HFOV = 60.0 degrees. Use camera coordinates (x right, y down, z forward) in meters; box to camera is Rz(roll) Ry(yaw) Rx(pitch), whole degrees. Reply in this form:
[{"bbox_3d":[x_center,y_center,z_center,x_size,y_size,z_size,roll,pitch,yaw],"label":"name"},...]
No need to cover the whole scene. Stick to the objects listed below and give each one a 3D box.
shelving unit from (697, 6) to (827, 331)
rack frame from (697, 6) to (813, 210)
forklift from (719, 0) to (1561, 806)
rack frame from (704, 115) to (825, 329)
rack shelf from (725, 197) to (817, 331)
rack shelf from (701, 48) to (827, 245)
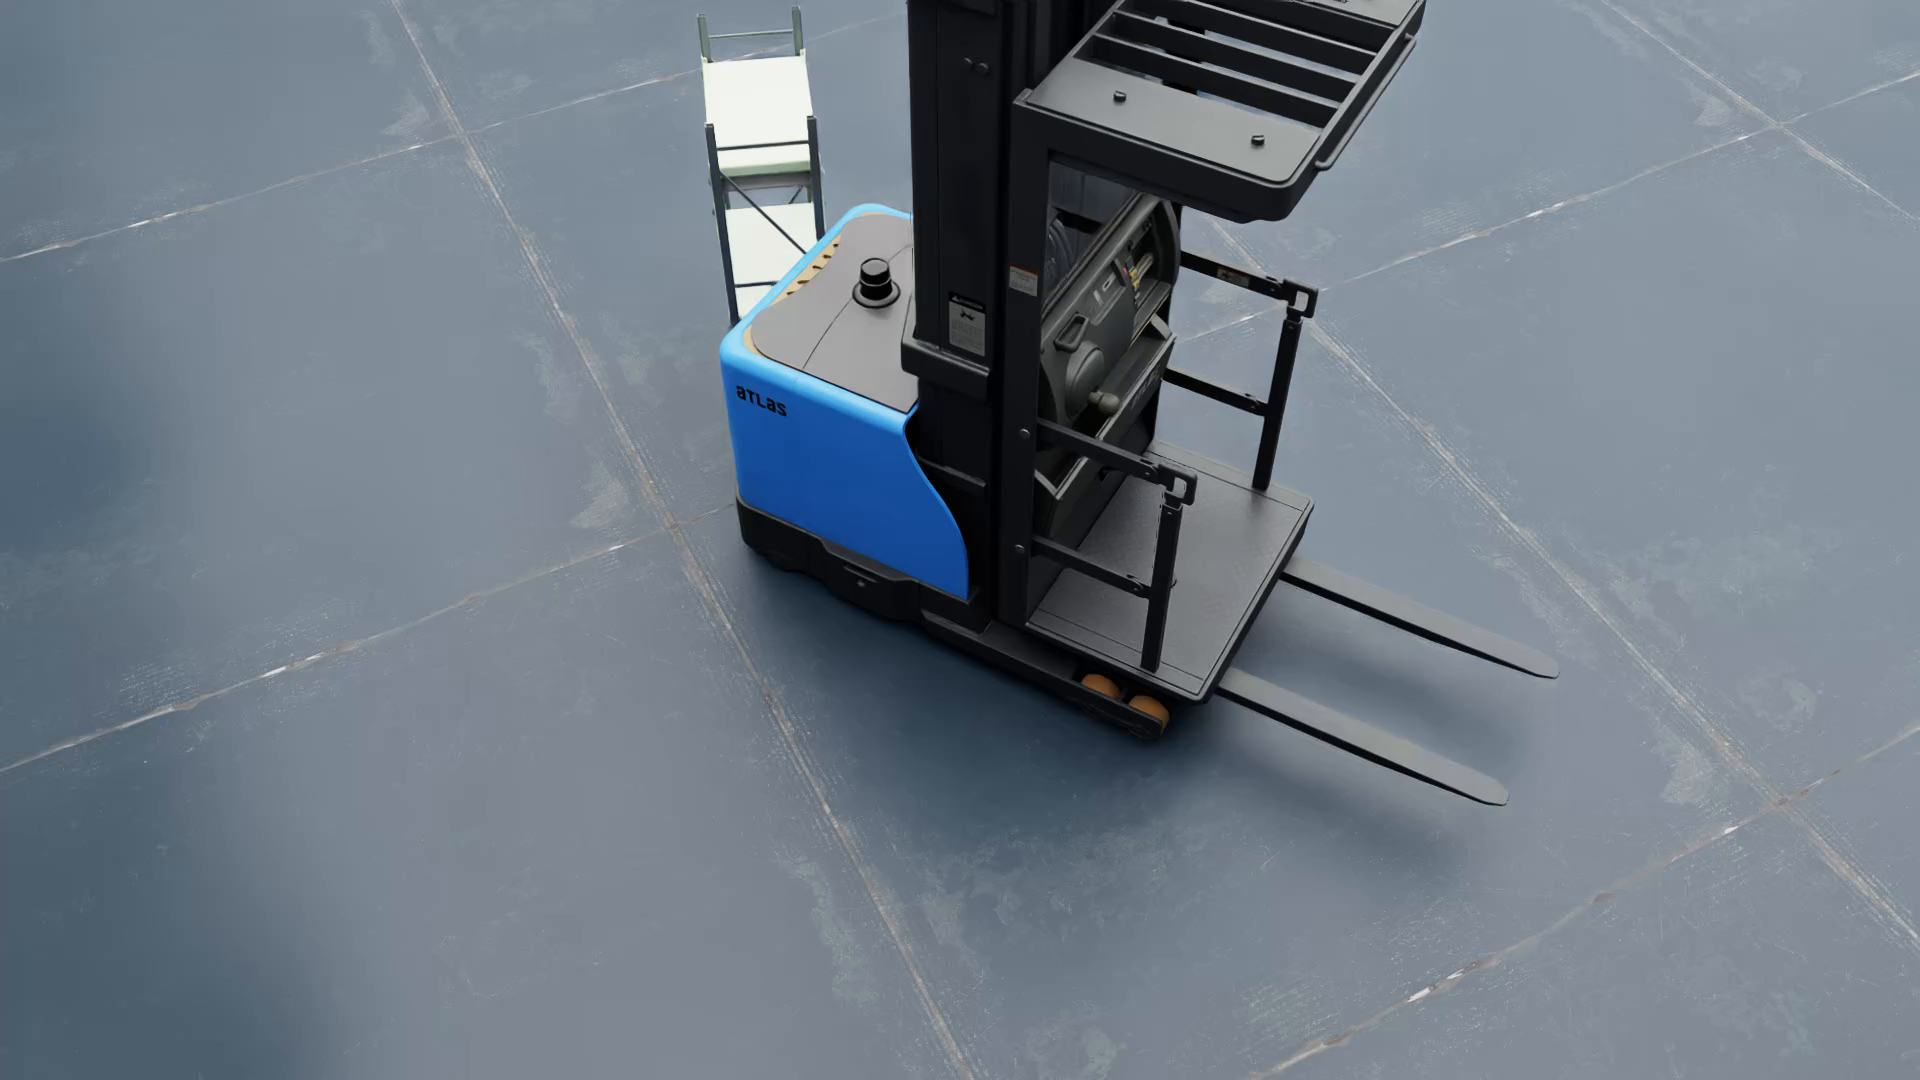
[{"bbox_3d":[-0.767,-1.282,6.767,0.431,1.500,0.755,-6,49,-5],"label":"shelving unit"},{"bbox_3d":[-0.819,-1.554,7.006,0.400,1.500,0.023,-6,49,-5],"label":"rack frame"},{"bbox_3d":[0.671,-0.707,5.314,3.031,2.935,1.130,23,53,19],"label":"forklift"},{"bbox_3d":[-0.716,-1.009,6.528,0.400,1.500,0.023,-6,49,-5],"label":"rack frame"},{"bbox_3d":[-0.767,-1.067,7.012,0.431,0.370,0.720,-6,49,-5],"label":"rack shelf"},{"bbox_3d":[-0.767,-1.538,6.473,0.431,0.370,0.720,-6,49,-5],"label":"rack shelf"}]
